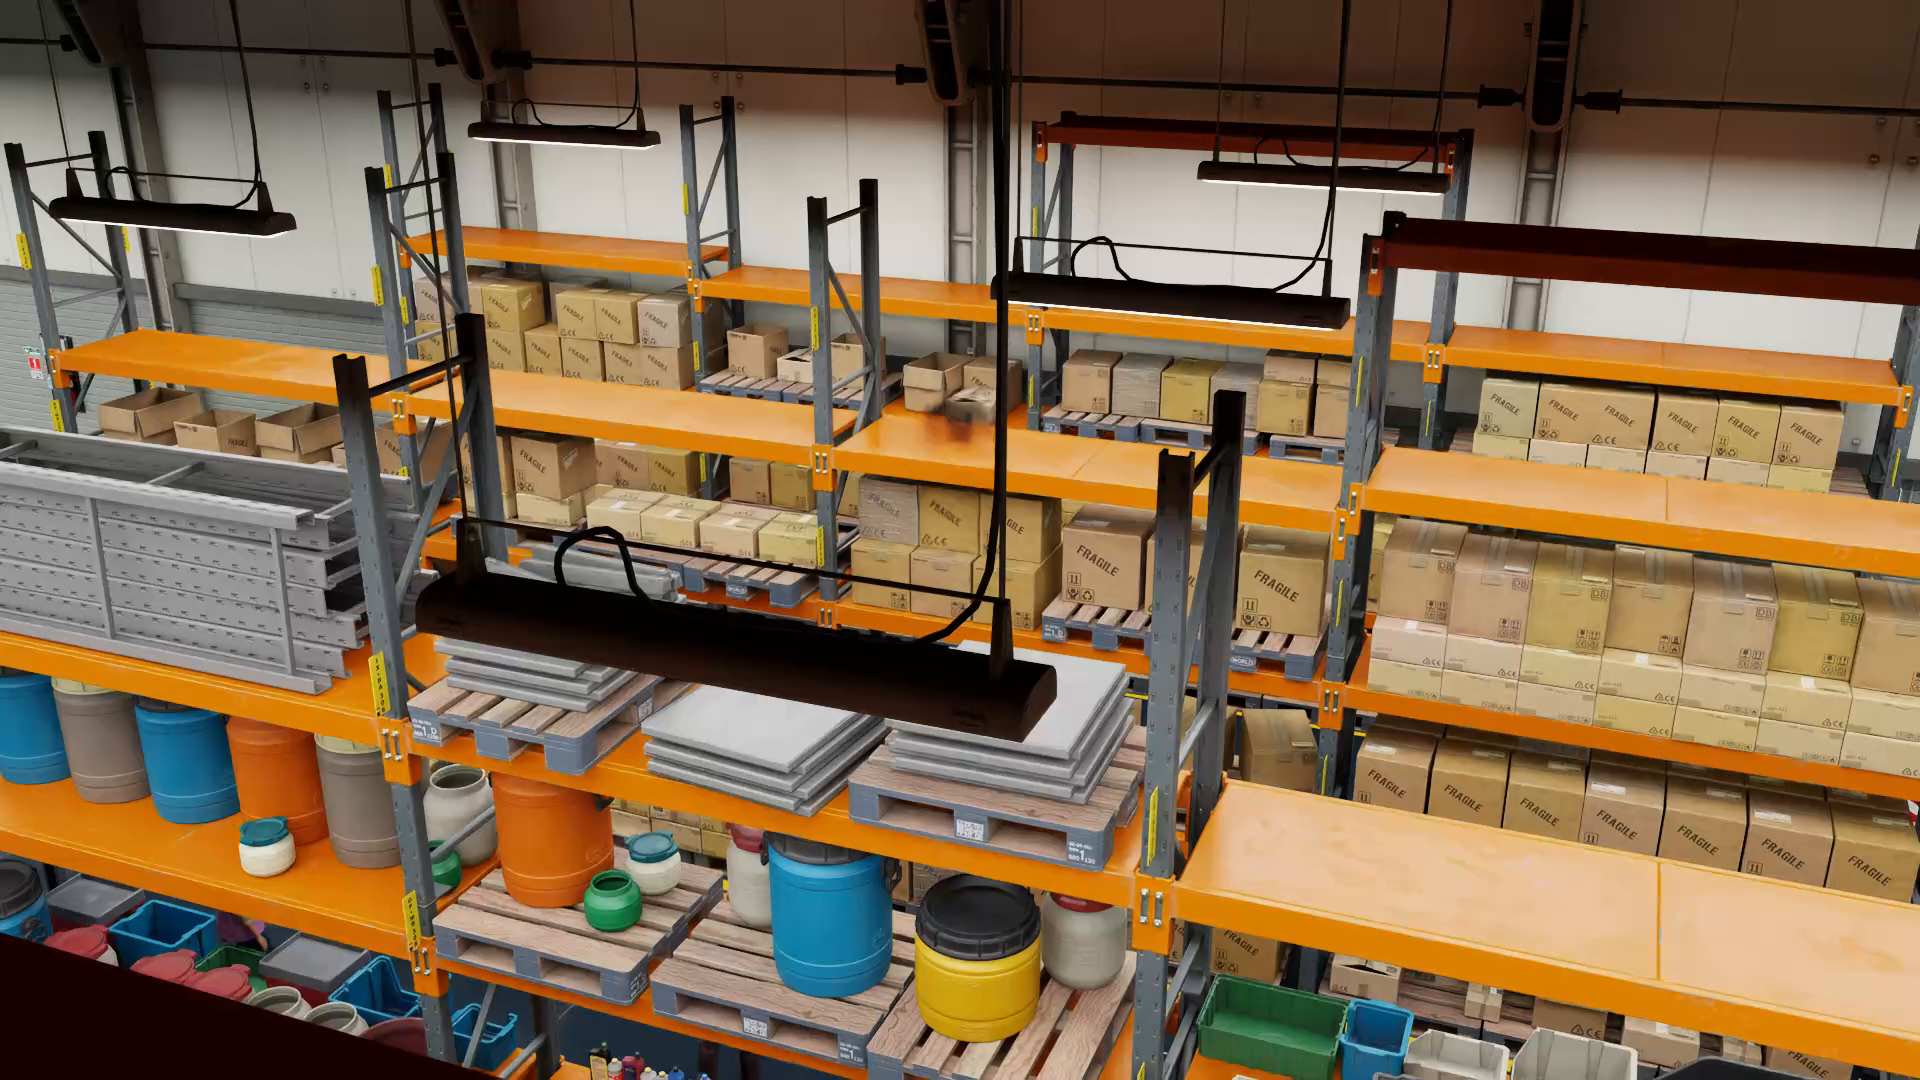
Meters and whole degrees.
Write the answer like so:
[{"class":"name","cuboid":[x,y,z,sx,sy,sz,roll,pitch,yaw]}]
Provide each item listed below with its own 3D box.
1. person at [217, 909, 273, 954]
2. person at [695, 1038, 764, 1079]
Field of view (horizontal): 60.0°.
[{"class":"person","cuboid":[-5.343,2.942,12.470,0.509,1.619,0.421,10,23,25]},{"class":"person","cuboid":[-1.651,3.214,11.682,0.562,1.678,0.439,-3,21,-7]}]
